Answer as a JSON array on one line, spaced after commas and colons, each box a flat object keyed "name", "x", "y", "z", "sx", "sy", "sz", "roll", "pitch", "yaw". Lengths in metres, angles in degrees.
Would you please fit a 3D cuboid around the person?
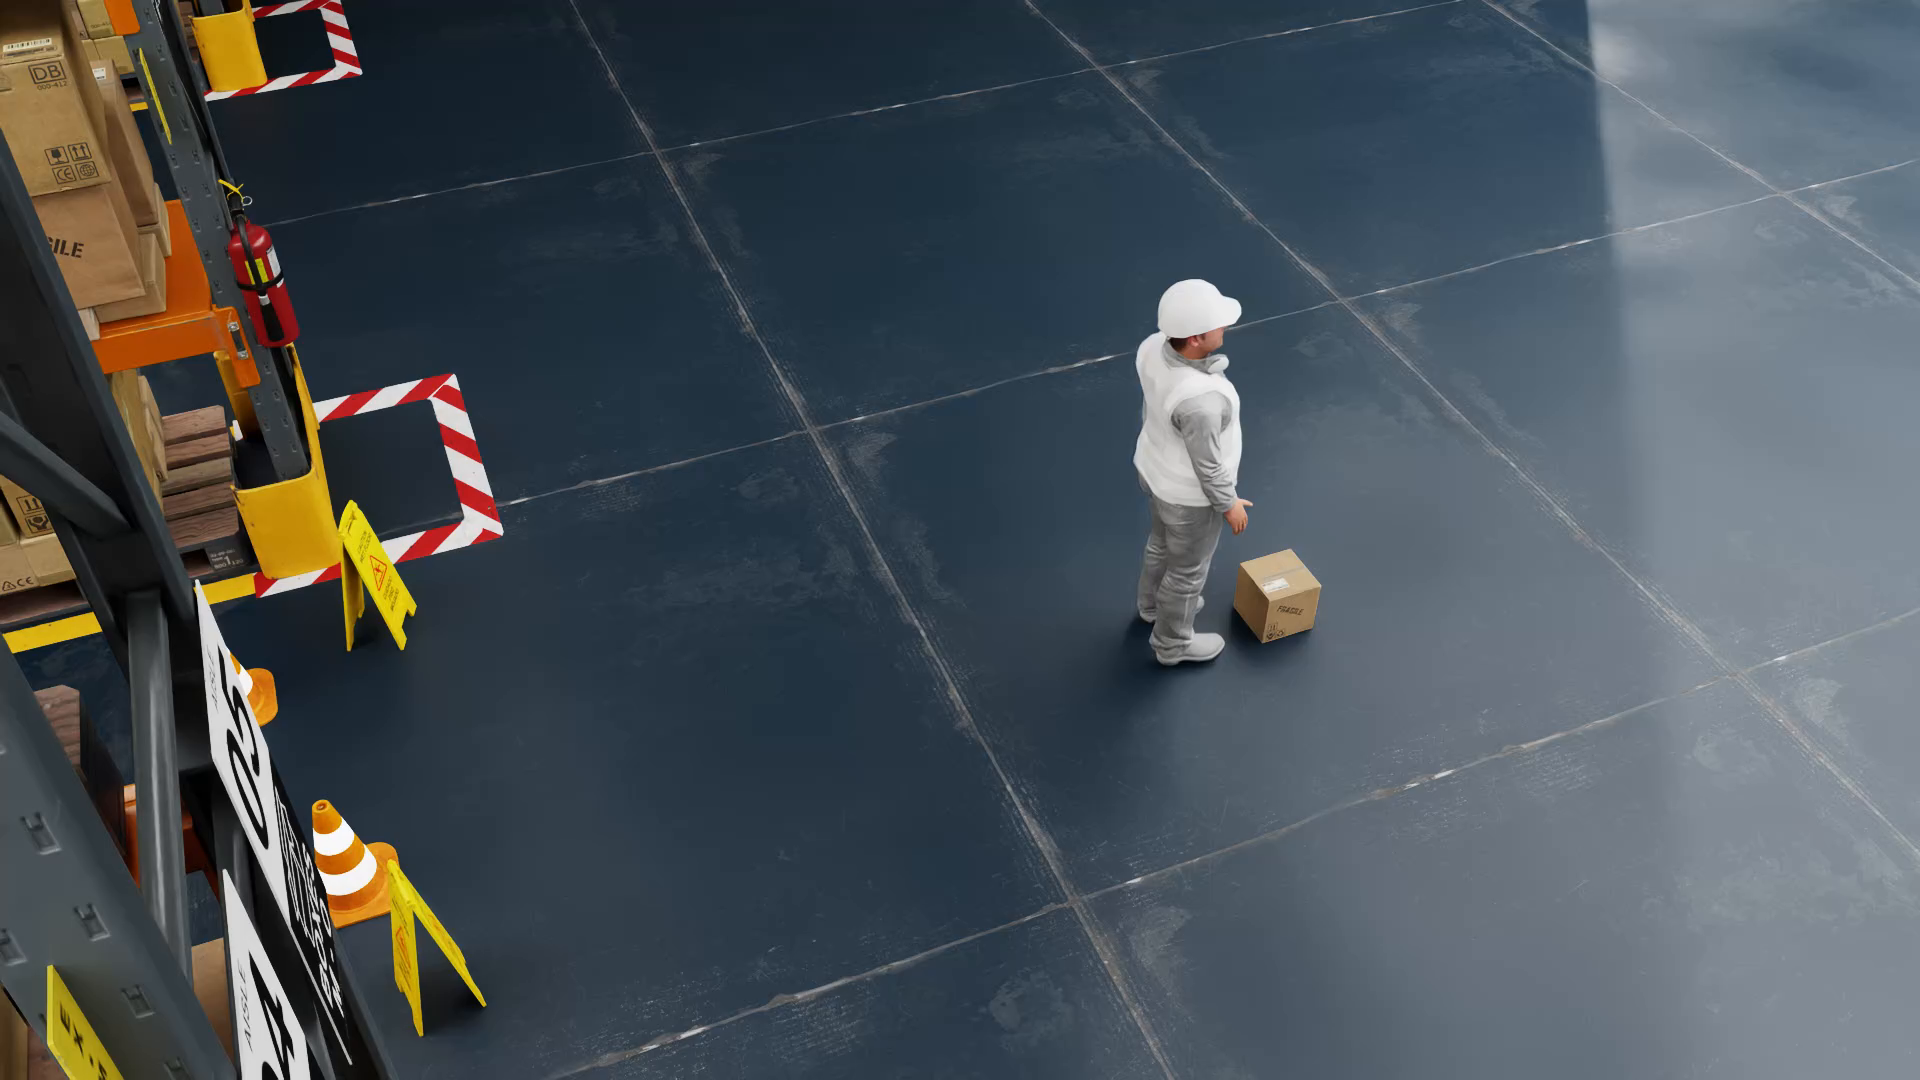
[{"name": "person", "x": 0.895, "y": -0.239, "z": 6.377, "sx": 0.427, "sy": 1.788, "sz": 0.553, "roll": -12, "pitch": 43, "yaw": -13}]
